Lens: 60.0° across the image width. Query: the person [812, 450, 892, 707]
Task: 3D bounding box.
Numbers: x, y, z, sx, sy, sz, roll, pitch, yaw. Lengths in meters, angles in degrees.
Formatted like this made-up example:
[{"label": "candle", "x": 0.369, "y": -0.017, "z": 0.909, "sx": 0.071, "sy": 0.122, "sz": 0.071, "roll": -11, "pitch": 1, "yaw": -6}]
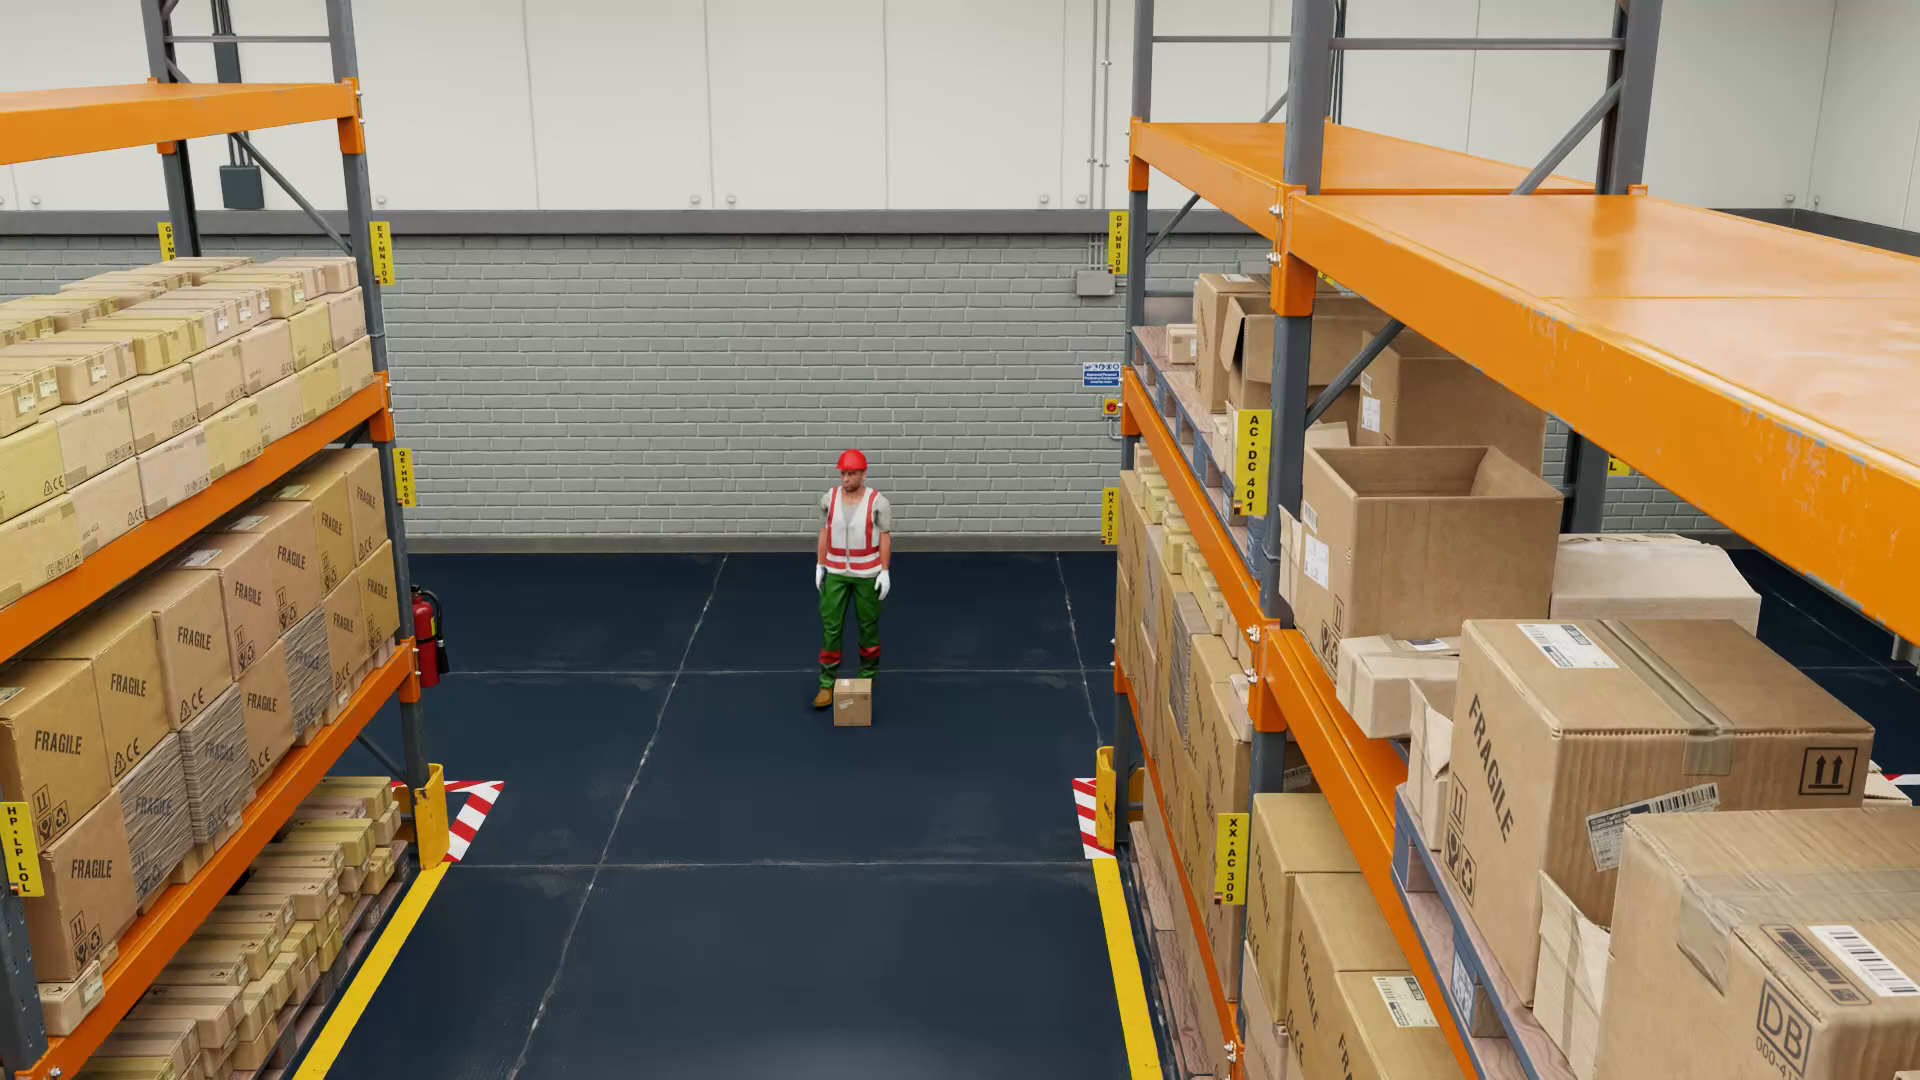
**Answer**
[{"label": "person", "x": -0.779, "y": 0.273, "z": 11.593, "sx": 0.546, "sy": 1.788, "sz": 0.593, "roll": 3, "pitch": 17, "yaw": 10}]
